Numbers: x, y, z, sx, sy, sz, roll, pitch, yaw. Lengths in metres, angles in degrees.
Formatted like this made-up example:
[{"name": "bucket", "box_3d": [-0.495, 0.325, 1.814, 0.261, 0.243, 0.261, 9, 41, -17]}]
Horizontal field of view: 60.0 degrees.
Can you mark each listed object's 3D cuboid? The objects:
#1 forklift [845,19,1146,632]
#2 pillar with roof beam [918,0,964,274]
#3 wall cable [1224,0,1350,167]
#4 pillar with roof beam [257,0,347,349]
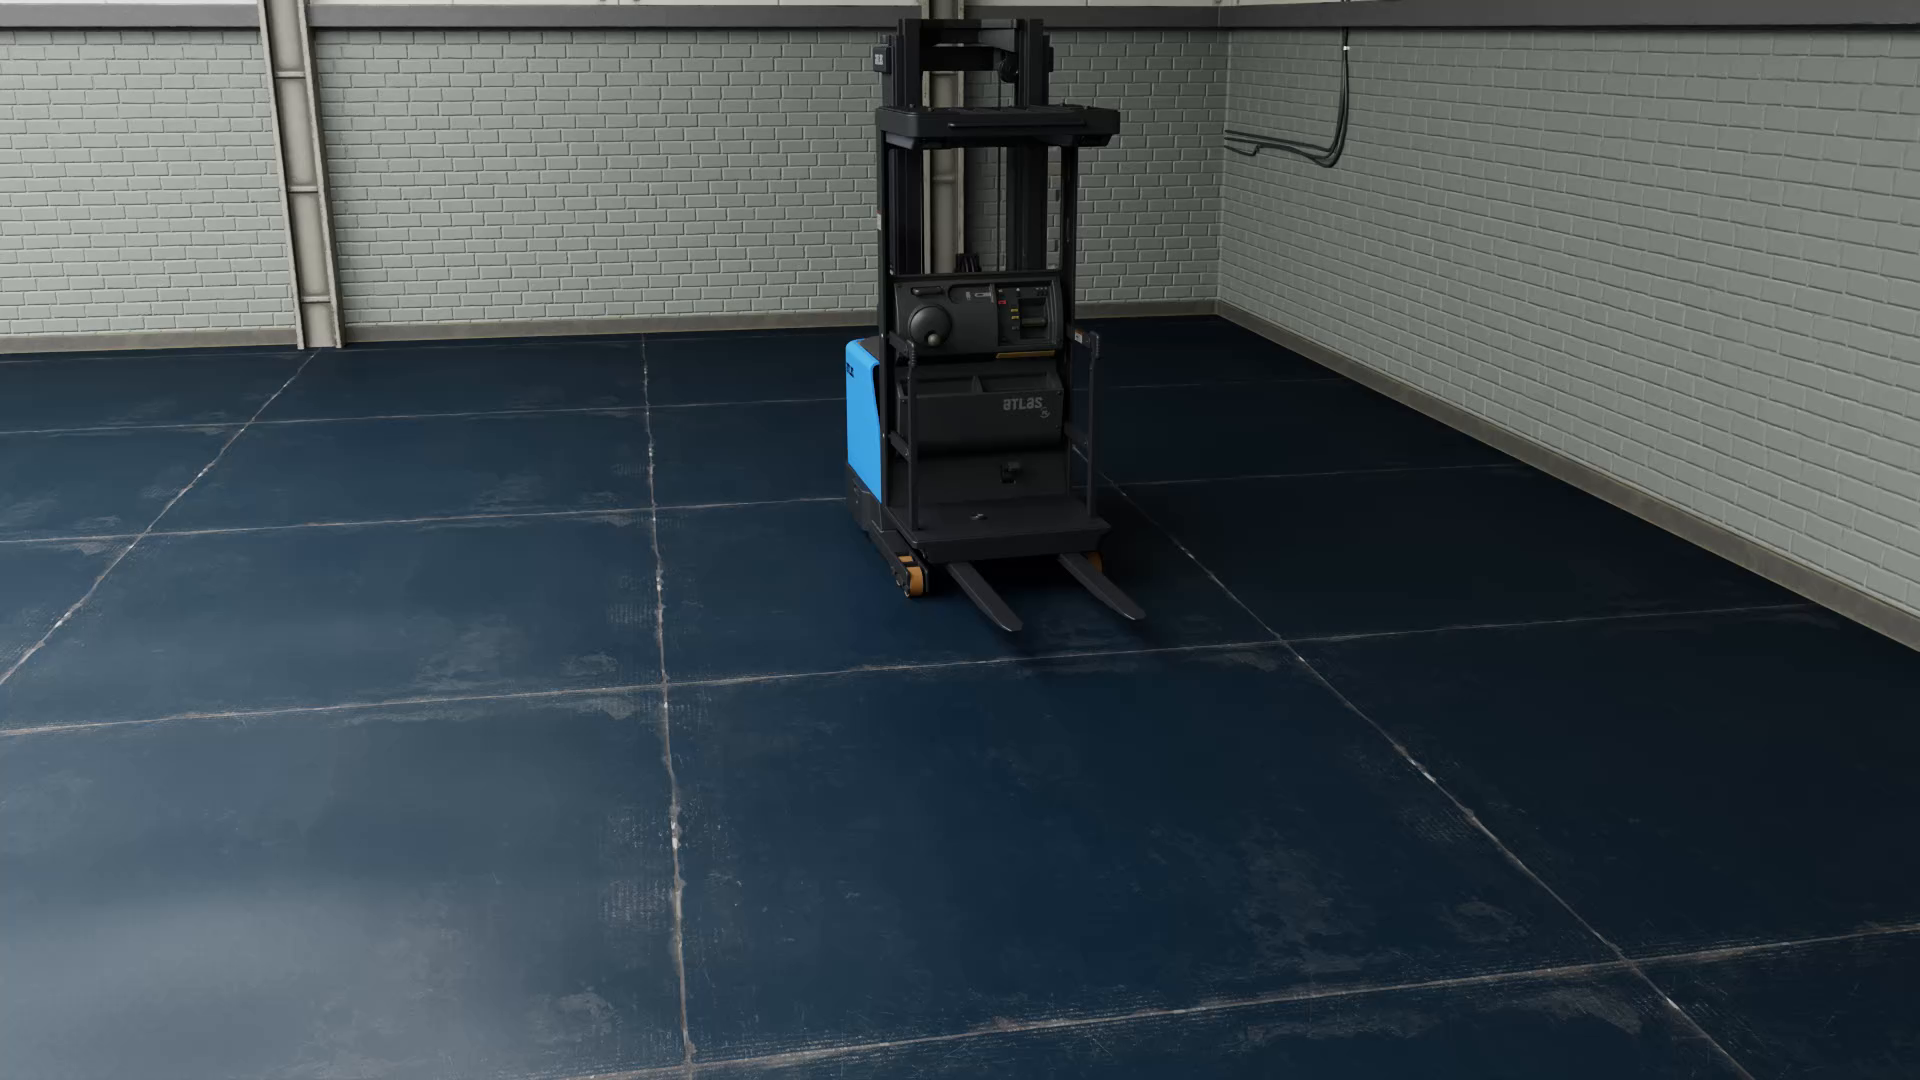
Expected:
[{"name": "forklift", "box_3d": [0.163, -1.222, 8.799, 1.130, 2.935, 3.031, -4, 18, -14]}, {"name": "pillar with roof beam", "box_3d": [0.635, -5.249, 11.574, 0.400, 9.000, 9.100, -3, 17, -10]}, {"name": "wall cable", "box_3d": [2.962, -4.788, 15.363, 0.112, 2.526, 3.097, -3, 17, -10]}, {"name": "pillar with roof beam", "box_3d": [-5.256, -4.914, 10.486, 0.400, 9.000, 9.100, -3, 17, -10]}]
